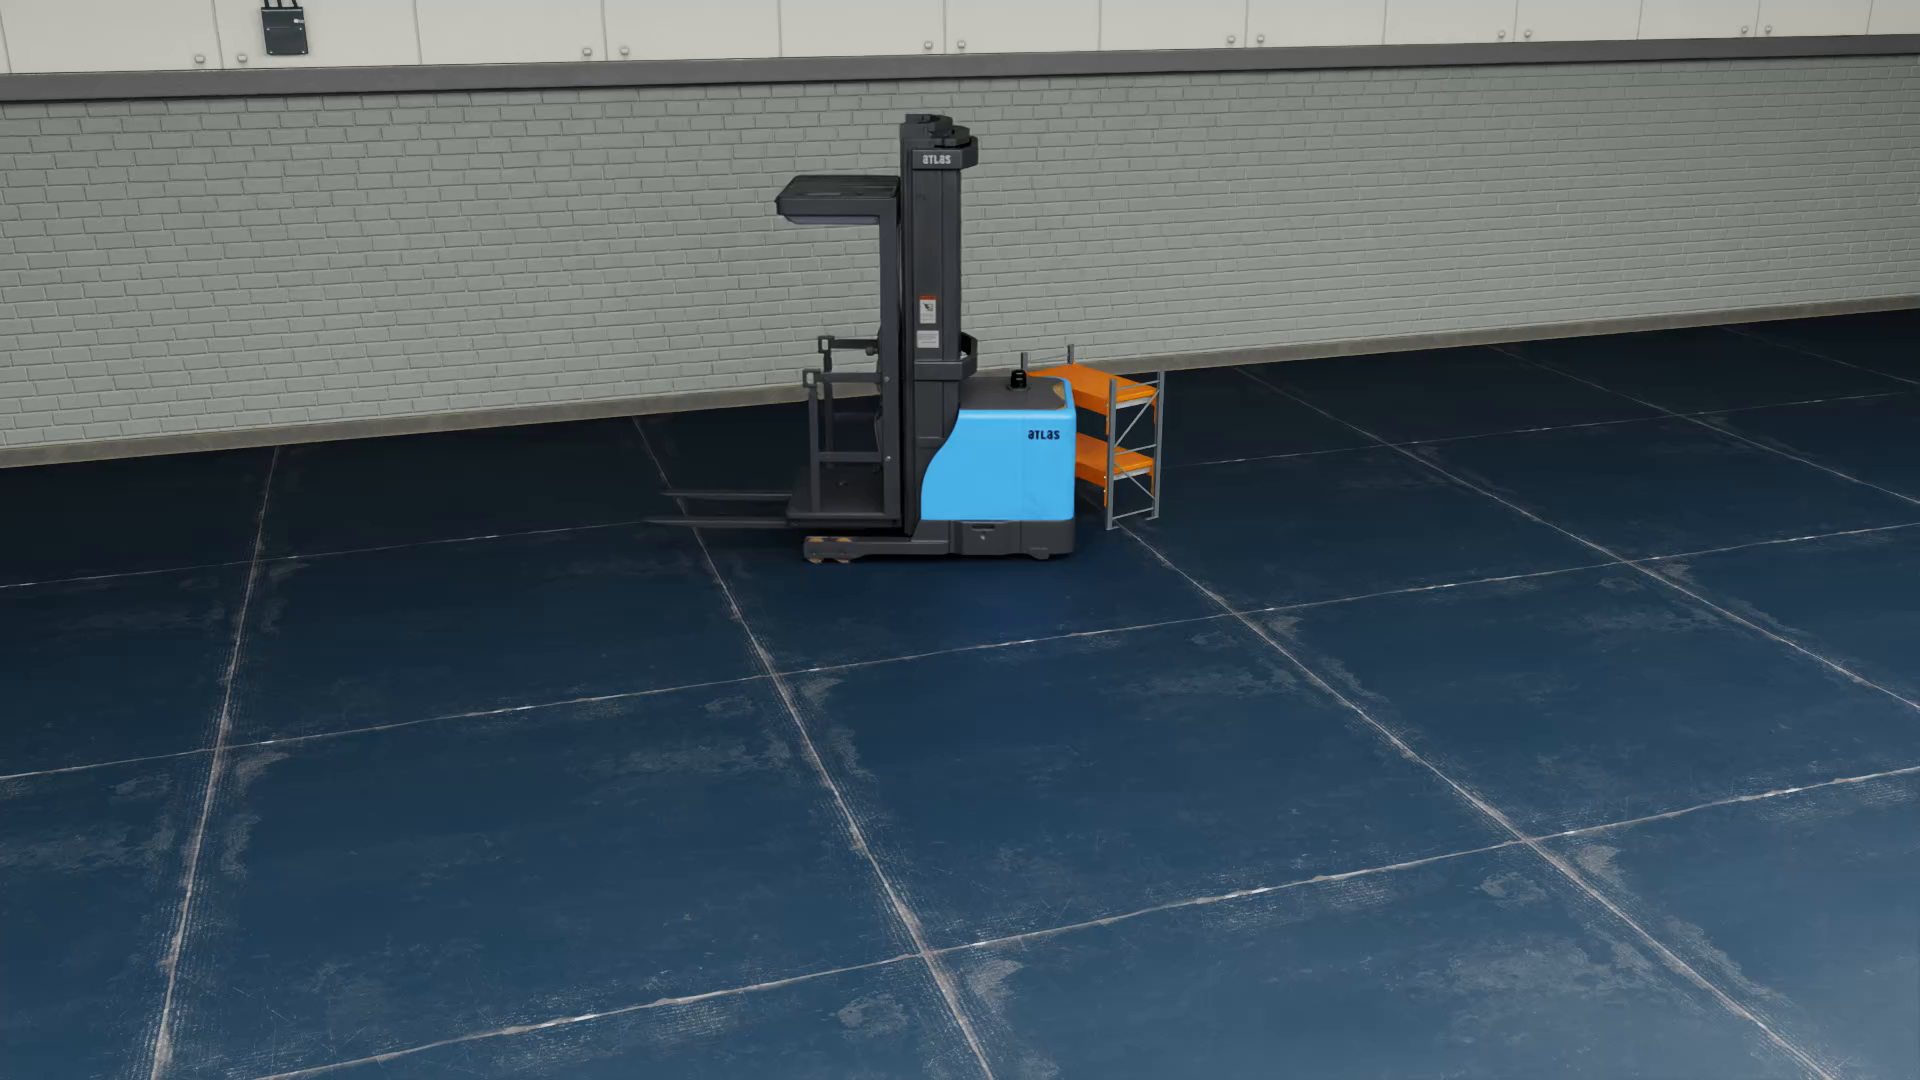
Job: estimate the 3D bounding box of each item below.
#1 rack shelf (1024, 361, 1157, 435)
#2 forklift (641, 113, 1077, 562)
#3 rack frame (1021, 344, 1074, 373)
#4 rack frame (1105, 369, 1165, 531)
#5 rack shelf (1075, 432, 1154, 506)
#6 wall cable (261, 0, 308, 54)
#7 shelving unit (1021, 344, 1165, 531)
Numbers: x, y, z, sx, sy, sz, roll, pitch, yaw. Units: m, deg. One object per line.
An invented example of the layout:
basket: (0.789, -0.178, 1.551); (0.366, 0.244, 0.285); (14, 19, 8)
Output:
rack shelf: (0.968, -1.066, 12.355); (0.538, 0.278, 1.000); (-14, 24, -34)
forklift: (-0.707, -1.403, 11.487); (3.031, 2.935, 1.130); (0, 20, 1)
rack frame: (0.669, -0.930, 12.841); (0.500, 1.125, 0.032); (-14, 24, -34)
rack frame: (1.267, -0.652, 12.067); (0.500, 1.125, 0.032); (-14, 24, -34)
rack shelf: (0.968, -0.561, 12.537); (0.538, 0.278, 1.000); (-14, 24, -34)
wall cable: (-4.384, -6.789, 12.475); (2.305, 6.003, 0.169); (-6, 21, -17)
shelving unit: (0.968, -0.791, 12.454); (0.538, 1.125, 1.048); (-14, 24, -34)
